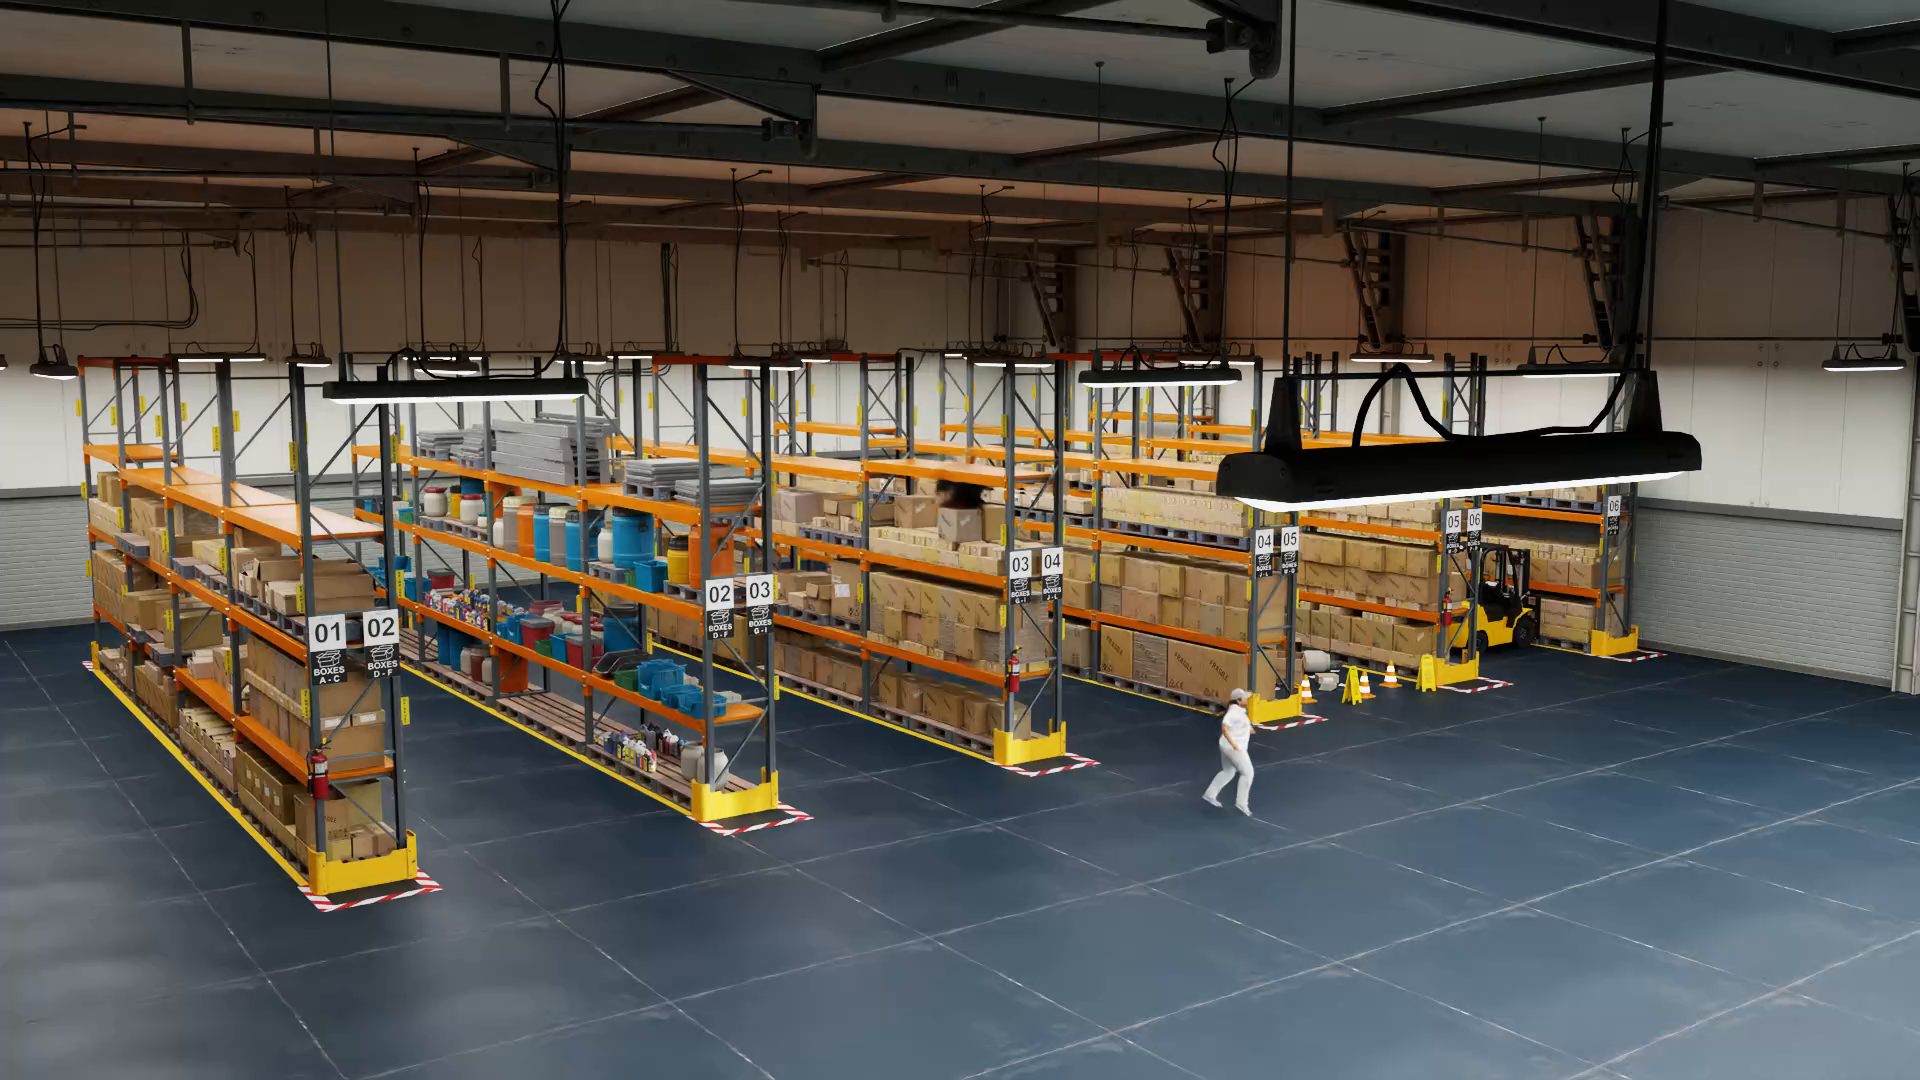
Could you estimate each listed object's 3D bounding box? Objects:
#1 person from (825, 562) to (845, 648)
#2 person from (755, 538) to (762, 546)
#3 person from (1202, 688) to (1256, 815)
[{"bbox_3d":[-2.702,1.315,34.366,0.683,1.764,0.872,-6,9,-42],"label":"person"},{"bbox_3d":[-5.055,0.487,41.204,0.650,1.762,0.701,-5,9,-38],"label":"person"},{"bbox_3d":[3.605,2.834,22.264,0.704,1.741,0.627,0,7,2],"label":"person"}]
